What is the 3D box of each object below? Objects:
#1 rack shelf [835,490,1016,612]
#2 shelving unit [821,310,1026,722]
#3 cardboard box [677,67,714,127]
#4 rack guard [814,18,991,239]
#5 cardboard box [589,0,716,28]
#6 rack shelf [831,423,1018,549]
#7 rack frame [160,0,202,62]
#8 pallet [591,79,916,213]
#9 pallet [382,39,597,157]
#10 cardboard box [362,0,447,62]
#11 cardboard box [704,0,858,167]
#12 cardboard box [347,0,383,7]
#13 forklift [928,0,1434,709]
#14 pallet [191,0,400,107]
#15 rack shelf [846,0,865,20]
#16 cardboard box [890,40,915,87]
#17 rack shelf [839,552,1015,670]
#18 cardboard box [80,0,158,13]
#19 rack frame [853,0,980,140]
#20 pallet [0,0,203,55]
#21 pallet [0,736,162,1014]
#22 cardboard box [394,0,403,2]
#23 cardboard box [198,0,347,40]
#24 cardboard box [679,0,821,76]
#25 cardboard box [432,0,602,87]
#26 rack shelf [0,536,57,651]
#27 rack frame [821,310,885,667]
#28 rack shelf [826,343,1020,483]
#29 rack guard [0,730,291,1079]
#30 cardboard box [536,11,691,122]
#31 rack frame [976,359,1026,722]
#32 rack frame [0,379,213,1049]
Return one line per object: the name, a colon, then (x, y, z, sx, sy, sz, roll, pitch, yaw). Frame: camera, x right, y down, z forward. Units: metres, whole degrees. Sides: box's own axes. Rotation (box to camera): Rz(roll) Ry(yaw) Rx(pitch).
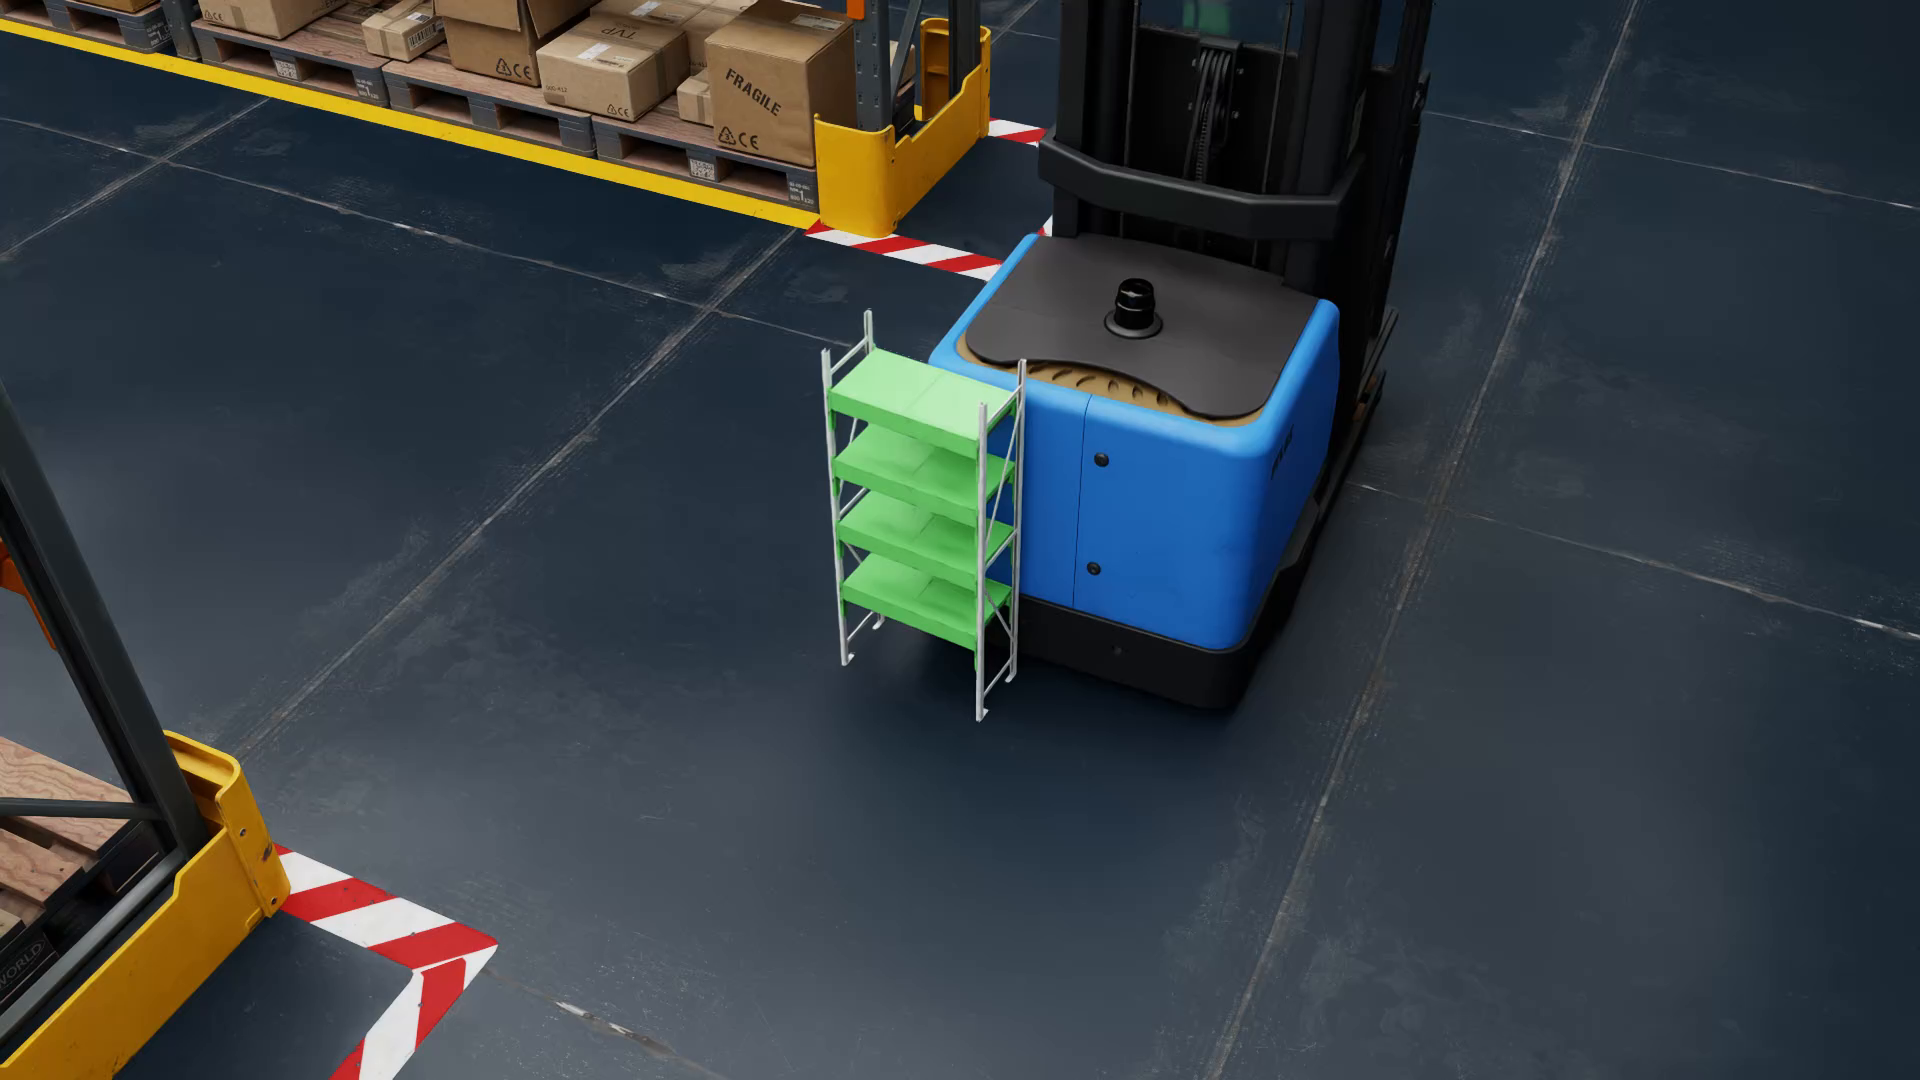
rack shelf: (-0.099, 0.005, 4.925, 0.480, 0.148, 0.258, 20, 45, 22)
shelving unit: (-0.099, -0.043, 4.884, 0.503, 1.200, 0.258, 20, 45, 22)
cardboard box: (-1.096, -2.076, 7.682, 0.250, 0.166, 0.380, 17, 44, 19)
rack guard: (-0.239, -1.887, 7.545, 0.348, 0.500, 1.175, 17, 44, 19)
cardboard box: (-1.450, -2.533, 8.146, 0.500, 0.250, 0.500, 17, 44, 19)
rack shelf: (-0.099, -0.176, 4.768, 0.480, 0.148, 0.258, 20, 45, 22)
rack frame: (-3.795, -3.918, 7.980, 0.127, 3.000, 1.000, 17, 44, 19)
pallet: (-0.962, -1.998, 7.894, 1.213, 0.211, 1.003, 17, 44, 19)
pallet: (-2.064, -2.336, 8.285, 1.213, 0.211, 1.003, 17, 44, 19)
cardboard box: (-2.718, -2.535, 8.212, 0.250, 0.166, 0.380, 17, 44, 19)
cardboard box: (-0.767, -2.036, 7.382, 0.500, 0.500, 0.500, 17, 44, 19)
cardboard box: (-3.159, -3.150, 8.667, 0.500, 0.500, 0.500, 17, 44, 19)
forklift: (0.952, -1.563, 5.316, 1.130, 2.935, 3.031, 16, 43, 18)
pallet: (-3.173, -2.673, 8.673, 1.213, 0.211, 1.003, 17, 44, 19)
rack shelf: (-1.983, -3.092, 7.577, 4.000, 0.370, 1.077, 17, 44, 19)
cardboard box: (-0.405, -2.219, 7.861, 0.250, 0.149, 0.380, 17, 44, 19)
rack shelf: (-0.099, 0.186, 5.083, 0.480, 0.148, 0.258, 20, 45, 22)
cardboard box: (-4.364, -3.106, 8.616, 0.500, 0.500, 0.500, 17, 44, 18)
rack frame: (-0.171, -2.810, 6.702, 0.127, 3.000, 1.000, 17, 44, 19)
pallet: (-4.549, -3.067, 9.127, 1.213, 0.211, 1.003, 17, 44, 19)
pallet: (-2.999, 0.931, 4.515, 1.213, 0.211, 1.003, 17, 44, 19)
cardboard box: (-2.794, -2.949, 8.703, 0.250, 0.149, 0.380, 17, 44, 19)
cardboard box: (-3.506, -2.824, 8.434, 0.500, 0.311, 0.500, 17, 44, 19)
cardboard box: (-0.996, -2.395, 7.986, 0.500, 0.250, 0.500, 17, 44, 19)
cardboard box: (-2.091, -2.624, 8.057, 0.637, 0.503, 0.797, 17, 44, 19)
rack shelf: (-4.081, -0.153, 4.186, 4.000, 0.370, 1.077, 17, 44, 19)
rack frame: (-0.311, -0.122, 4.974, 0.015, 1.200, 0.240, 20, 45, 22)
rack shelf: (-0.099, -0.357, 4.611, 0.480, 0.148, 0.258, 20, 45, 22)
rack guard: (-2.241, 1.072, 4.131, 0.348, 0.500, 1.175, 17, 44, 19)
cardboard box: (-1.616, -2.223, 7.788, 0.500, 0.250, 0.500, 17, 44, 19)
rack frame: (0.114, 0.035, 4.793, 0.015, 1.200, 0.240, 20, 45, 22)
rack frame: (-2.268, 0.129, 3.311, 0.127, 3.000, 1.000, 17, 44, 19)
